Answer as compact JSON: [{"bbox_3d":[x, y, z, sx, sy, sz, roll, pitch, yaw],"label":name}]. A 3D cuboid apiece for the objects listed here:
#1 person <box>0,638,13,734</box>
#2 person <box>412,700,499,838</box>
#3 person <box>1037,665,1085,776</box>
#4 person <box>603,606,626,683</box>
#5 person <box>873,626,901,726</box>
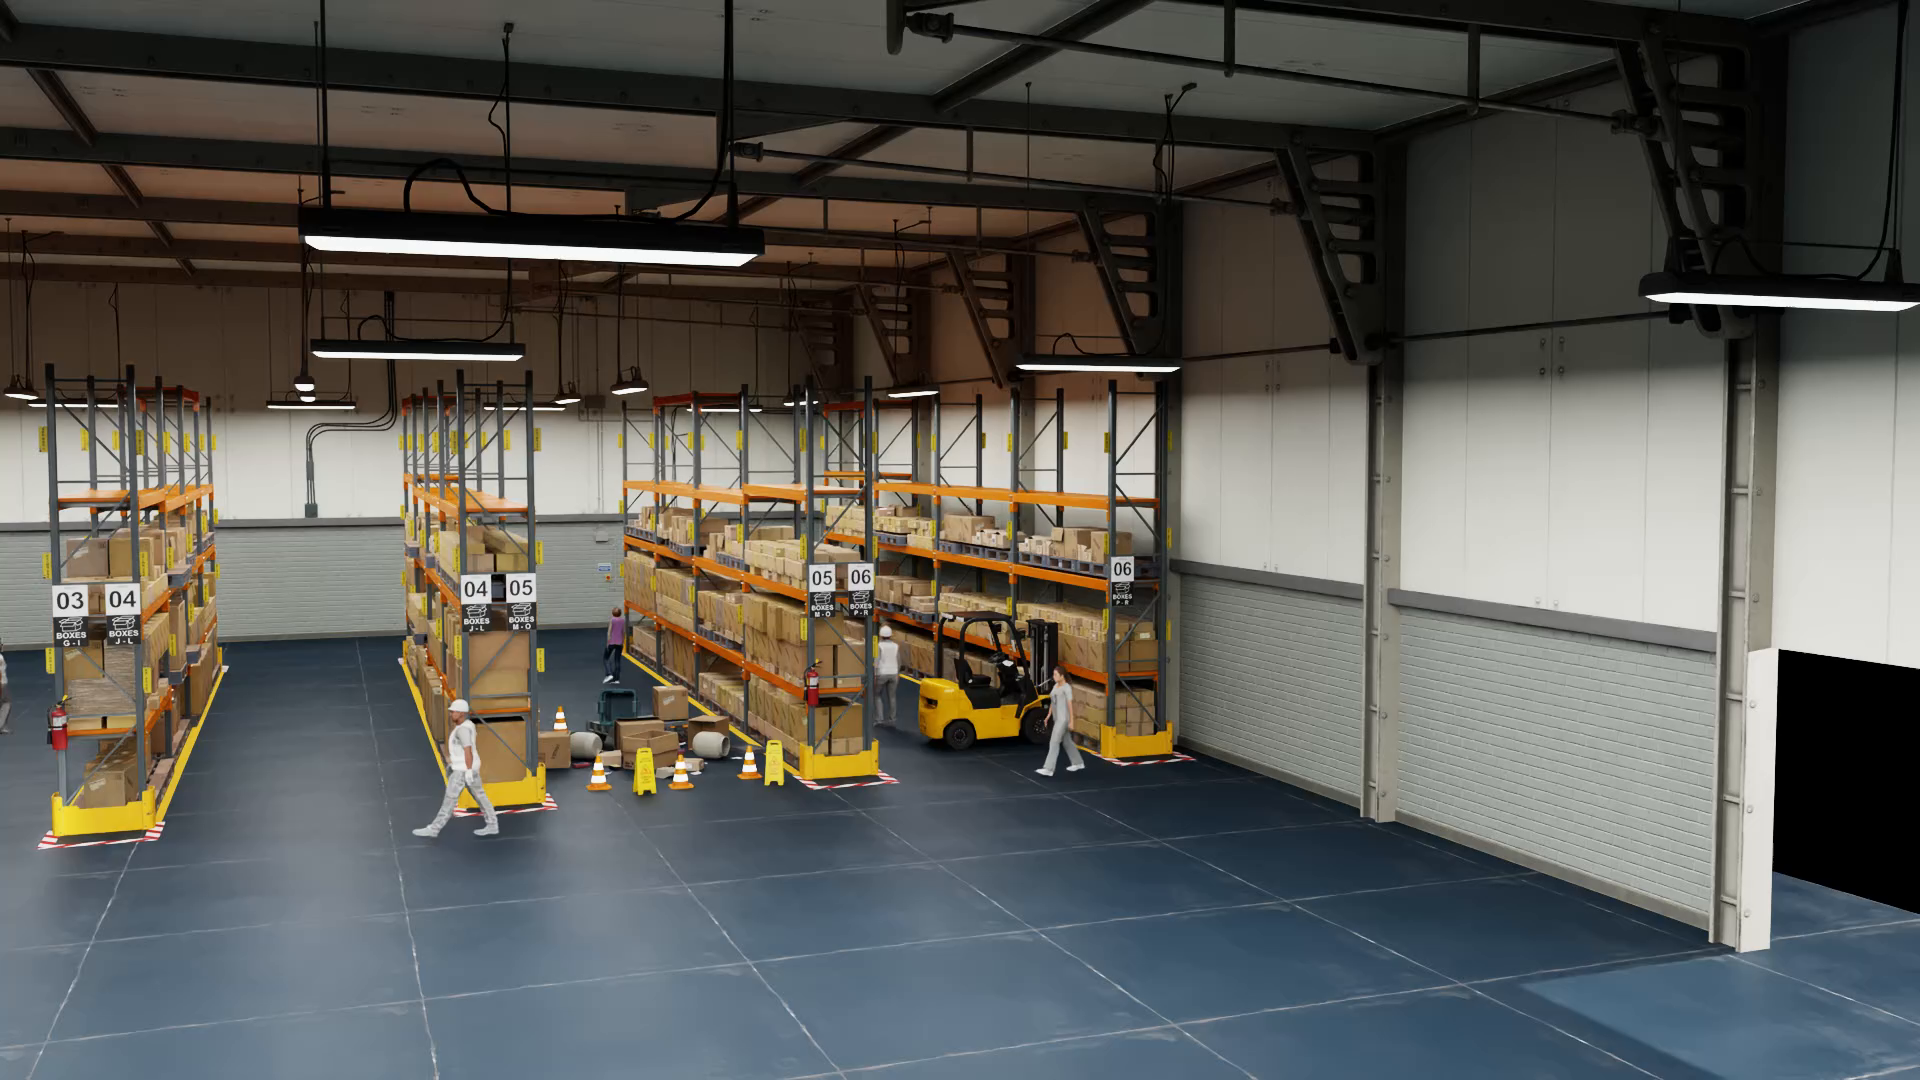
[{"bbox_3d":[-16.497,2.503,28.396,0.464,1.681,0.516,-1,3,-9],"label":"person"},{"bbox_3d":[-6.356,2.877,20.993,1.007,1.729,0.562,0,3,-4],"label":"person"},{"bbox_3d":[1.510,2.714,25.122,0.867,1.650,0.454,-1,3,-17],"label":"person"},{"bbox_3d":[-7.174,2.187,34.498,0.502,1.586,0.357,-2,4,-32],"label":"person"},{"bbox_3d":[-1.287,2.429,29.355,0.569,1.821,0.613,-2,4,-26],"label":"person"}]
